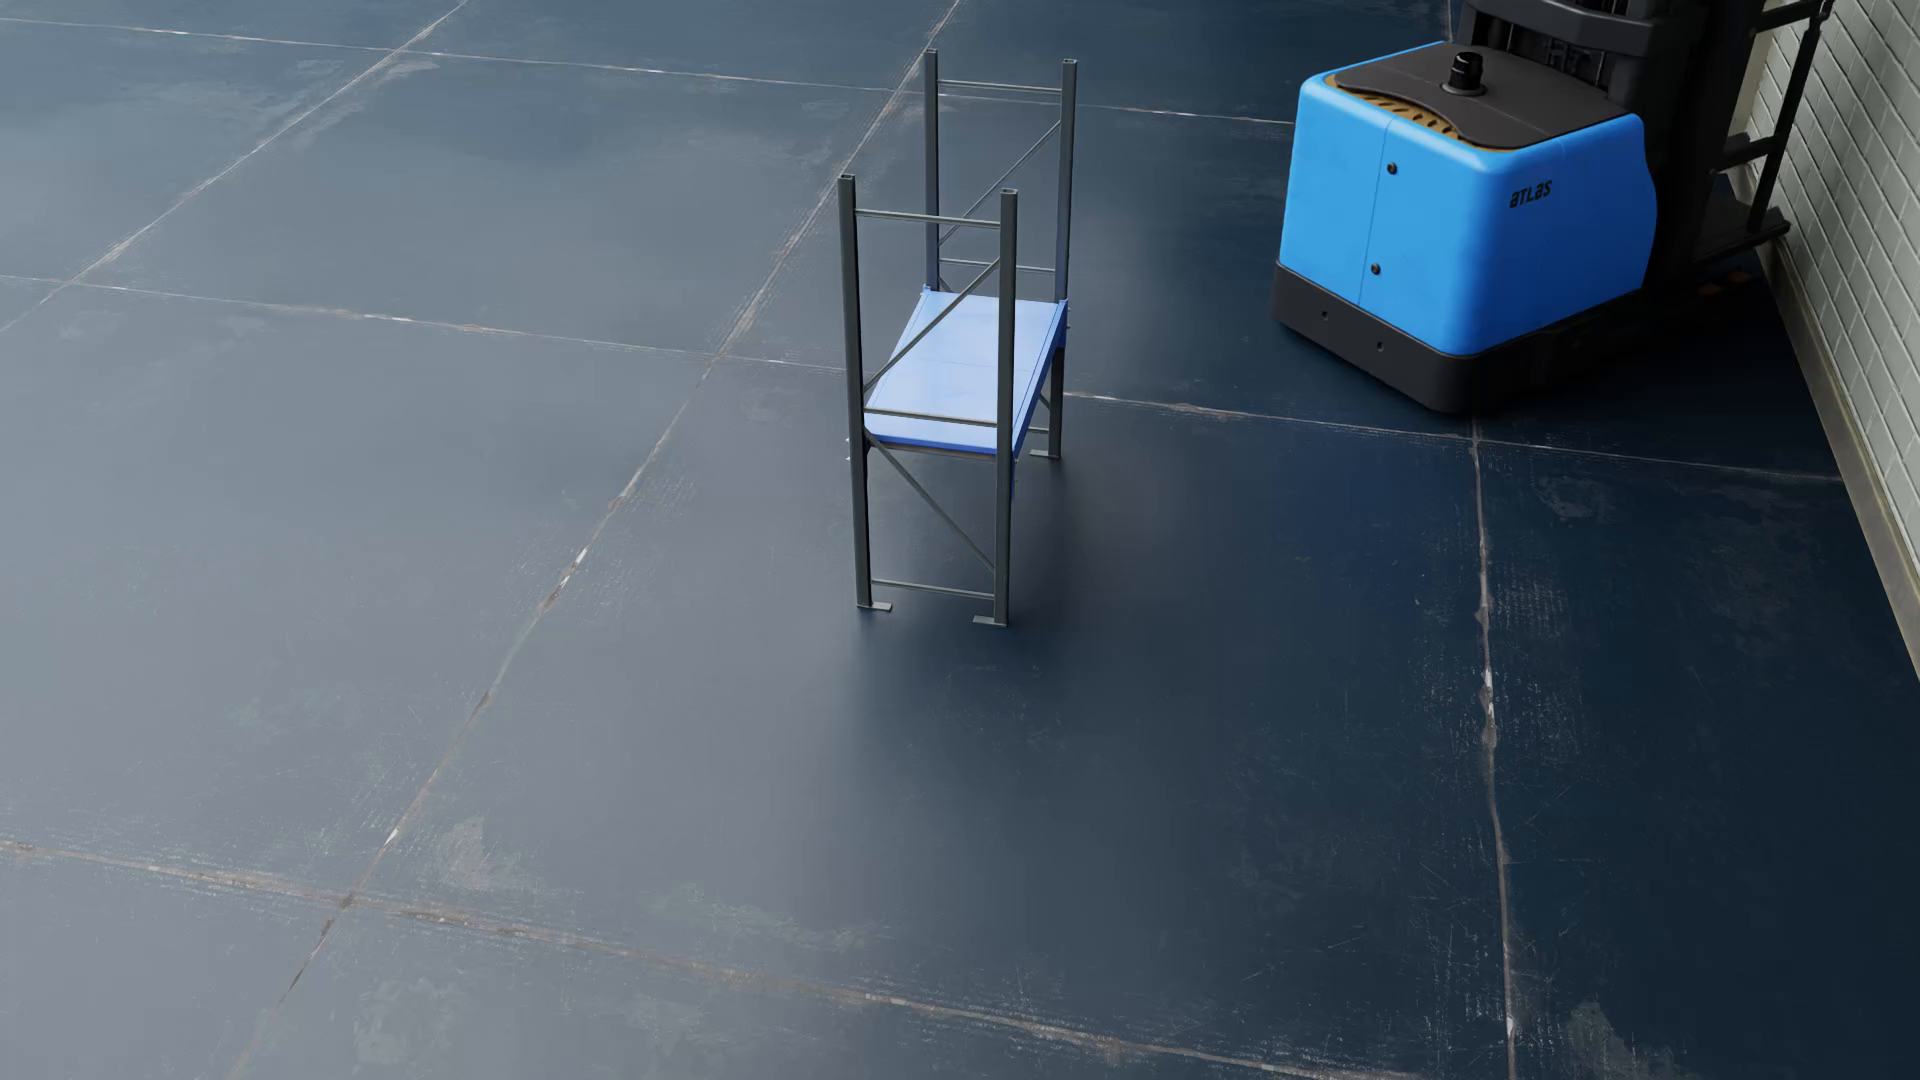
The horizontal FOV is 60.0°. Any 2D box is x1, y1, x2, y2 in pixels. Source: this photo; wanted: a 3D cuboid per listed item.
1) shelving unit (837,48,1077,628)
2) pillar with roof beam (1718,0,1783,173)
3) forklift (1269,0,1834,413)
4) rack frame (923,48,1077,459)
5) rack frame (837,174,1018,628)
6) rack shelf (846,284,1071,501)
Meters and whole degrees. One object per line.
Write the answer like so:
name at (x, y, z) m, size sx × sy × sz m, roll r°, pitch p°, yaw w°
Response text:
shelving unit at (0.018, -0.656, 5.377) m, size 0.538 × 1.500 × 1.048 m, roll 7°, pitch 37°, yaw 10°
pillar with roof beam at (-0.466, -6.134, 6.545) m, size 9.100 × 9.000 × 0.400 m, roll 7°, pitch 37°, yaw 10°
forklift at (2.798, -2.334, 6.473) m, size 3.031 × 2.935 × 1.130 m, roll -22°, pitch 41°, yaw -27°
rack frame at (0.127, -0.948, 5.779) m, size 0.500 × 1.500 × 0.032 m, roll 7°, pitch 37°, yaw 10°
rack frame at (-0.090, -0.365, 4.975) m, size 0.500 × 1.500 × 0.032 m, roll 7°, pitch 37°, yaw 10°
rack shelf at (0.018, -0.511, 5.483) m, size 0.538 × 0.185 × 1.000 m, roll 7°, pitch 37°, yaw 10°
